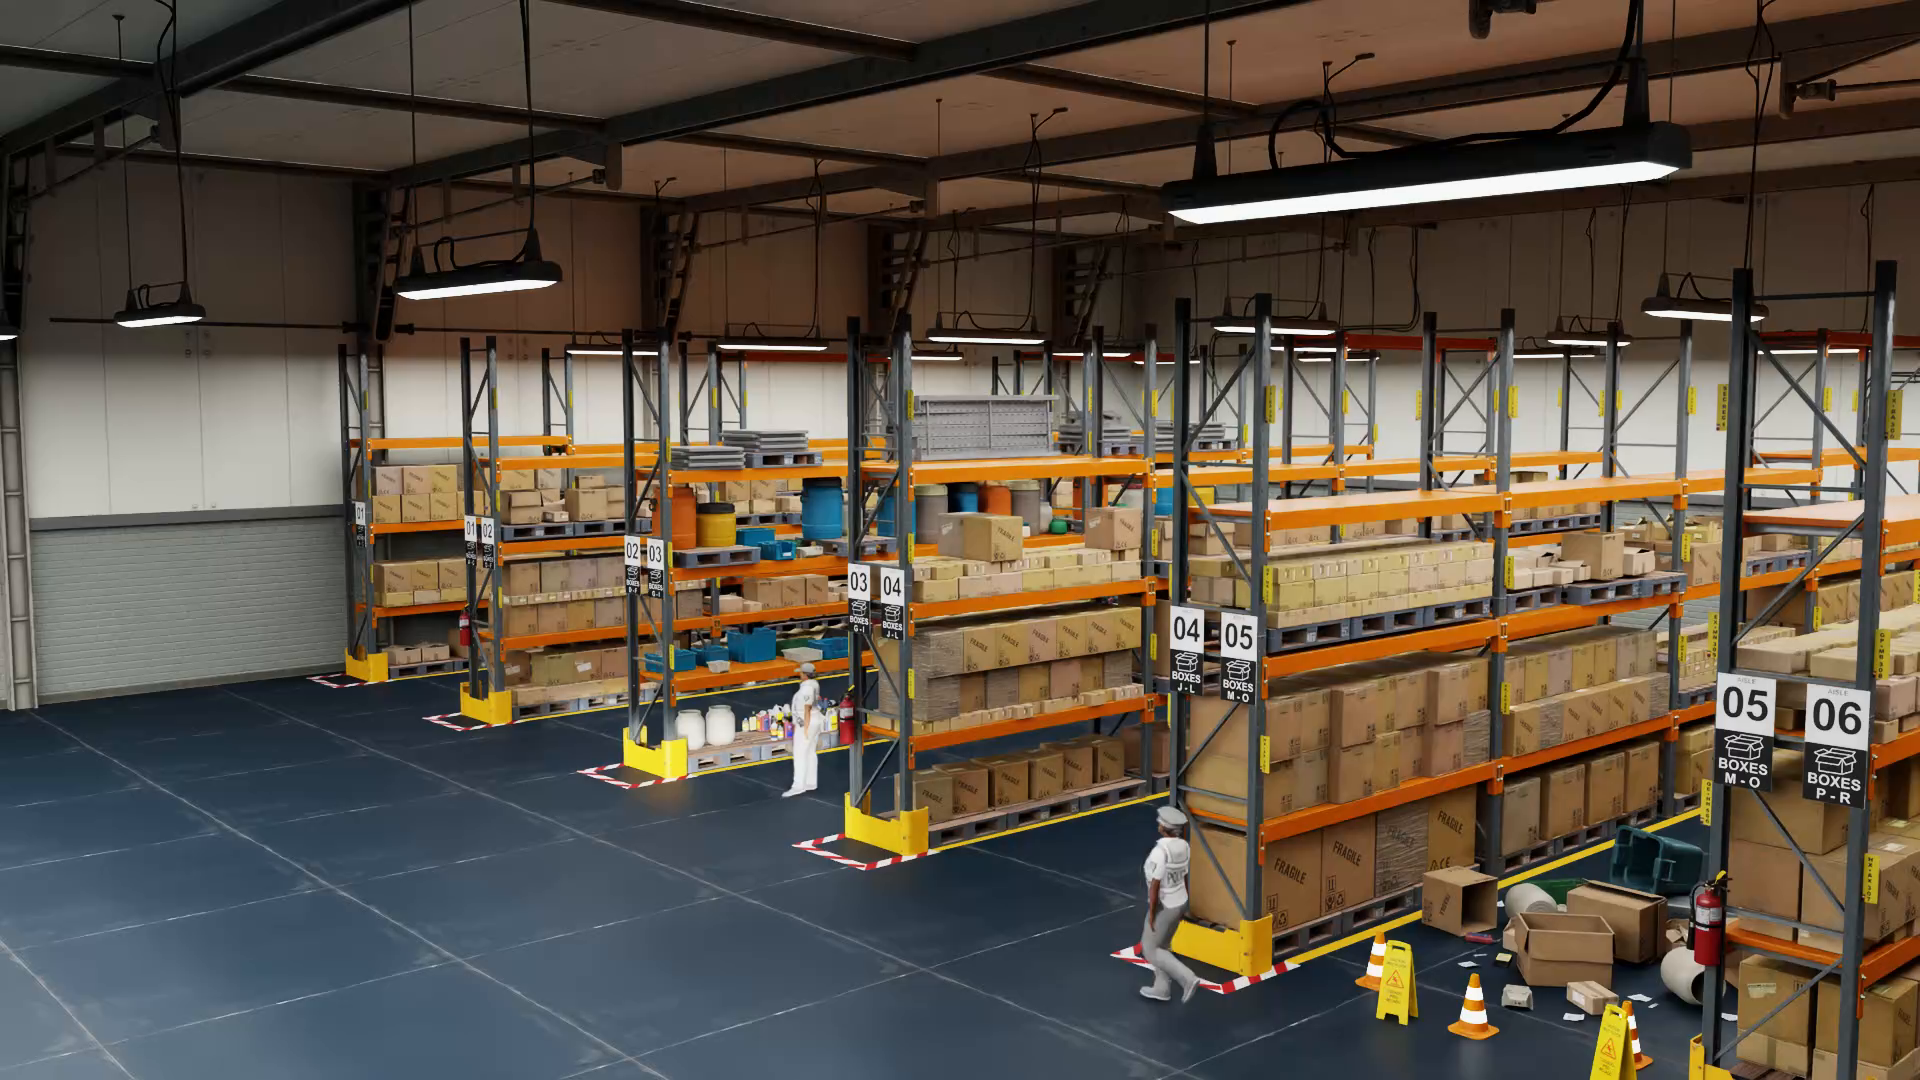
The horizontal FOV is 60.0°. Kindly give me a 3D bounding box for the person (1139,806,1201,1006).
[{"bbox_3d":[1.747,3.070,13.938,0.568,1.678,0.455,2,6,25],"label":"person"}]

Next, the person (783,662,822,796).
[{"bbox_3d":[-2.022,2.424,21.428,0.451,1.684,0.589,1,5,7],"label":"person"}]

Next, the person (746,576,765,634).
[{"bbox_3d":[-3.963,1.504,31.997,0.317,1.611,0.460,4,6,36],"label":"person"}]
